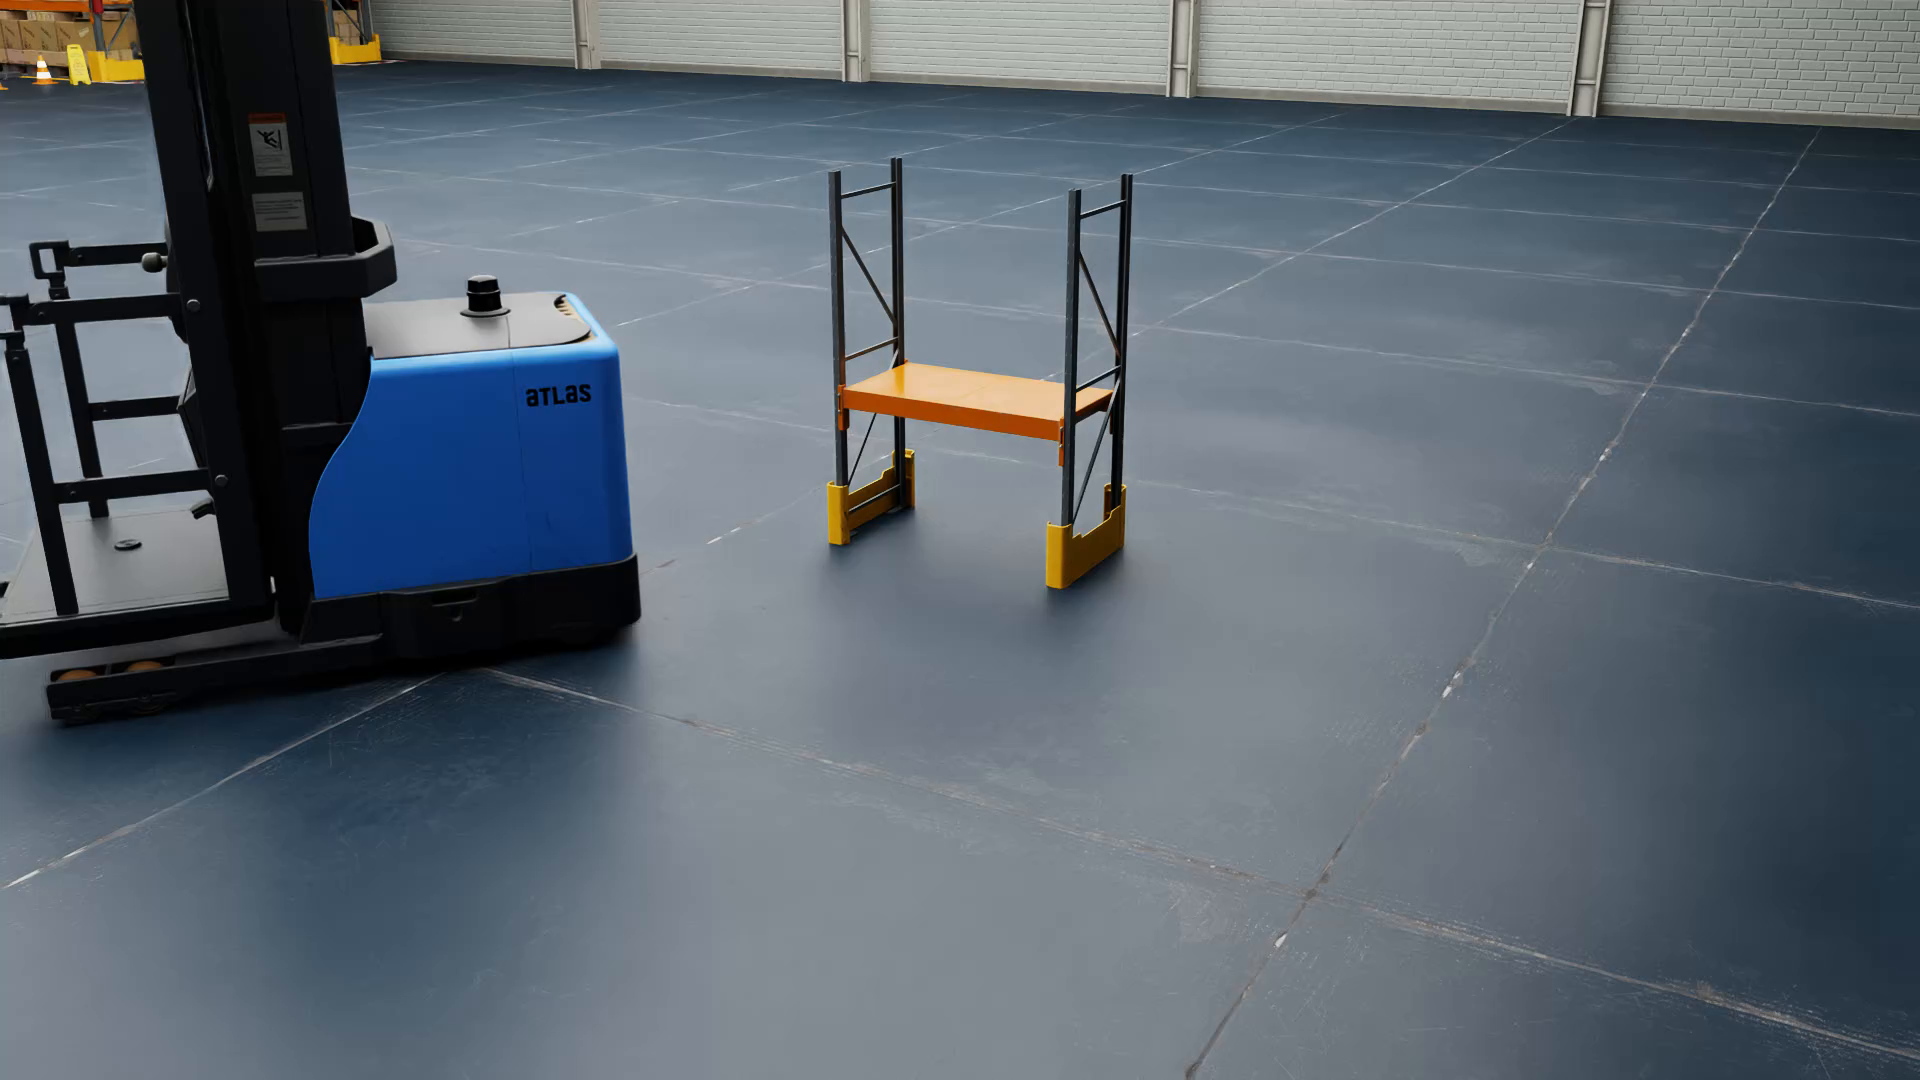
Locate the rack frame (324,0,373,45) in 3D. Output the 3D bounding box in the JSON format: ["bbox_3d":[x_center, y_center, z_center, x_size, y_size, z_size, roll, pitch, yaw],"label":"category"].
[{"bbox_3d":[-12.092,-10.942,32.631,0.127,3.000,1.000,11,23,27],"label":"rack frame"}]

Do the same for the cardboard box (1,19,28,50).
[{"bbox_3d":[-16.693,-9.035,29.692,0.500,0.500,0.500,12,23,30],"label":"cardboard box"}]

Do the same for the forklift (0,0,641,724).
[{"bbox_3d":[-2.704,-1.000,5.324,3.031,2.935,1.130,-7,21,-19],"label":"forklift"}]

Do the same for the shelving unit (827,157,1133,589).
[{"bbox_3d":[0.067,-0.692,6.574,1.083,1.500,0.587,11,23,27],"label":"shelving unit"}]

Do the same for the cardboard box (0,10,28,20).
[{"bbox_3d":[-16.852,-9.345,29.594,0.250,0.149,0.380,12,23,30],"label":"cardboard box"}]

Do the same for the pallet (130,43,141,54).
[{"bbox_3d":[-17.315,-10.610,35.804,1.213,0.211,1.003,11,23,27],"label":"pallet"}]

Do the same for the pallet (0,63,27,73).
[{"bbox_3d":[-17.398,-8.717,30.586,1.213,0.211,1.003,11,23,27],"label":"pallet"}]

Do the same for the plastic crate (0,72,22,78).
[{"bbox_3d":[-17.031,-8.251,29.495,0.583,0.080,0.402,3,20,9],"label":"plastic crate"}]

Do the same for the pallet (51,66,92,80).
[{"bbox_3d":[-15.268,-8.311,29.467,1.213,0.211,1.003,11,23,27],"label":"pallet"}]

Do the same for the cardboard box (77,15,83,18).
[{"bbox_3d":[-19.550,-11.301,36.671,0.500,0.500,0.500,12,23,29],"label":"cardboard box"}]

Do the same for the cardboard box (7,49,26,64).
[{"bbox_3d":[-16.682,-8.682,29.818,0.500,0.250,0.500,10,22,27],"label":"cardboard box"}]

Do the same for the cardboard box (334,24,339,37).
[{"bbox_3d":[-12.669,-10.070,32.910,0.500,0.250,0.500,10,22,27],"label":"cardboard box"}]

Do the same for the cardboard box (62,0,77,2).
[{"bbox_3d":[-15.216,-9.353,28.619,0.250,0.149,0.380,10,22,27],"label":"cardboard box"}]

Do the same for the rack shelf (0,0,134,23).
[{"bbox_3d":[-16.255,-9.458,29.595,4.000,0.370,1.077,11,23,27],"label":"rack shelf"}]

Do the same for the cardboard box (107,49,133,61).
[{"bbox_3d":[-15.079,-8.585,29.550,0.500,0.250,0.500,11,22,27],"label":"cardboard box"}]

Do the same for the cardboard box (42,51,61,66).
[{"bbox_3d":[-15.795,-8.511,29.347,0.500,0.250,0.500,11,23,27],"label":"cardboard box"}]

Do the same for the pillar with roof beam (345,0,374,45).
[{"bbox_3d":[-14.360,-12.865,29.134,0.400,9.000,9.100,11,23,27],"label":"pillar with roof beam"}]

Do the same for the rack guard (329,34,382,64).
[{"bbox_3d":[-12.071,-9.763,33.046,0.348,0.500,1.175,11,23,27],"label":"rack guard"}]

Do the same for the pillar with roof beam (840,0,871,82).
[{"bbox_3d":[-3.884,-10.869,23.632,0.400,9.000,9.100,11,23,27],"label":"pillar with roof beam"}]

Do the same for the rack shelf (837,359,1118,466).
[{"bbox_3d":[0.074,-0.522,6.632,1.000,0.185,0.538,11,23,27],"label":"rack shelf"}]

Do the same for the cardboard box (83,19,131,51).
[{"bbox_3d":[-15.100,-8.941,29.432,0.500,0.500,0.500,10,22,26],"label":"cardboard box"}]

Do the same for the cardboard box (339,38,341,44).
[{"bbox_3d":[-12.656,-9.831,32.984,0.500,0.250,0.500,11,23,28],"label":"cardboard box"}]

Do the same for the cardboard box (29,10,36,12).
[{"bbox_3d":[-20.519,-11.798,37.090,0.250,0.149,0.380,10,22,26],"label":"cardboard box"}]

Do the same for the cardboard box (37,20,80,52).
[{"bbox_3d":[-15.793,-8.862,29.215,0.500,0.500,0.500,12,23,29],"label":"cardboard box"}]

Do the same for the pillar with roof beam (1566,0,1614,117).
[{"bbox_3d":[6.593,-8.873,18.131,0.400,9.000,9.100,11,23,27],"label":"pillar with roof beam"}]

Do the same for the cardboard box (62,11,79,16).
[{"bbox_3d":[-19.631,-11.606,36.561,0.250,0.149,0.380,10,22,25],"label":"cardboard box"}]

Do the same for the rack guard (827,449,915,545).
[{"bbox_3d":[-0.368,-0.188,7.016,0.087,0.250,0.587,11,23,27],"label":"rack guard"}]

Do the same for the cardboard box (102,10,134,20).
[{"bbox_3d":[-17.964,-11.139,36.042,0.625,0.625,0.875,12,23,29],"label":"cardboard box"}]

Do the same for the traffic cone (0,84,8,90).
[{"bbox_3d":[-15.758,-7.572,27.060,0.334,0.463,0.336,11,23,27],"label":"traffic cone"}]

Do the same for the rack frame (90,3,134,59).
[{"bbox_3d":[-14.509,-9.464,28.556,0.127,3.000,1.000,11,23,27],"label":"rack frame"}]

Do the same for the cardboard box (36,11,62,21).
[{"bbox_3d":[-15.907,-9.165,29.099,0.250,0.149,0.380,11,23,28],"label":"cardboard box"}]

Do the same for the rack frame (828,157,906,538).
[{"bbox_3d":[-0.369,-0.775,6.803,0.032,1.500,0.500,11,23,27],"label":"rack frame"}]

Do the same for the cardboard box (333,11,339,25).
[{"bbox_3d":[-12.646,-10.301,32.813,0.500,0.250,0.500,12,23,29],"label":"cardboard box"}]
